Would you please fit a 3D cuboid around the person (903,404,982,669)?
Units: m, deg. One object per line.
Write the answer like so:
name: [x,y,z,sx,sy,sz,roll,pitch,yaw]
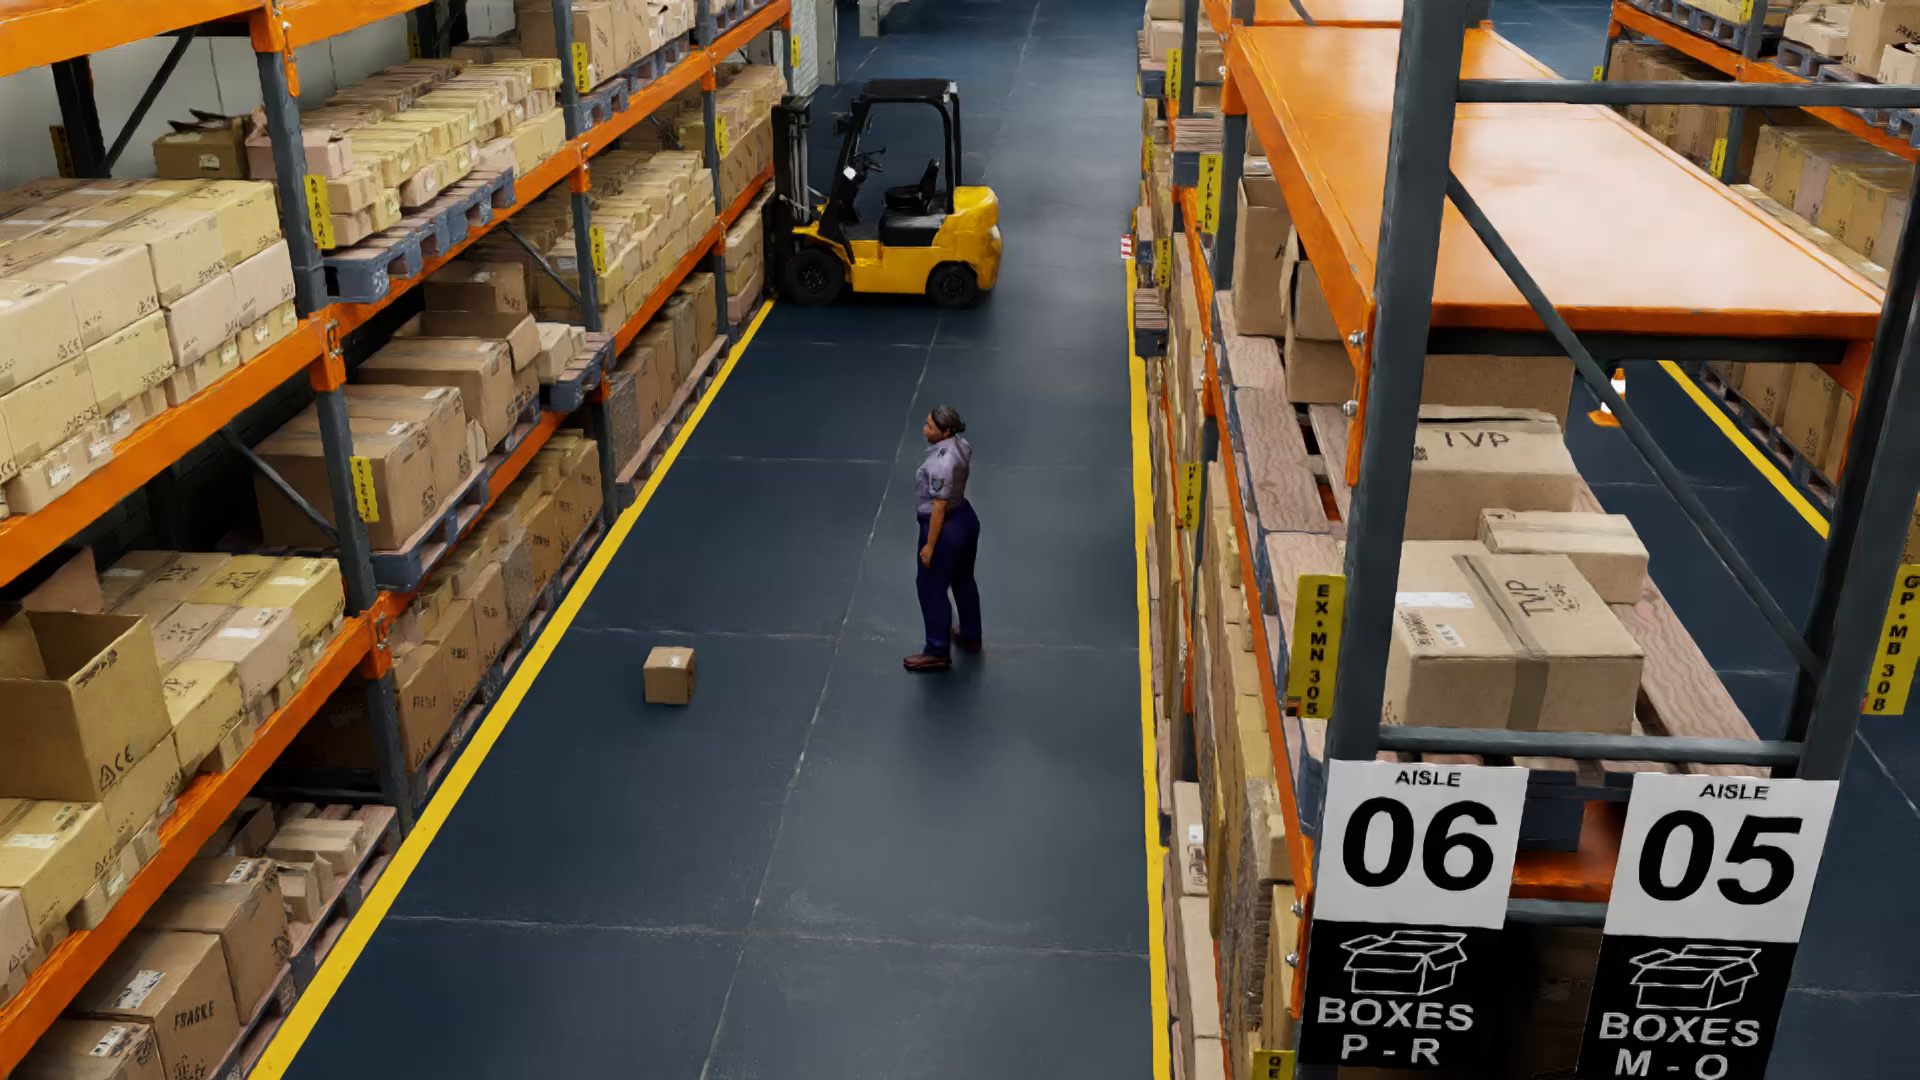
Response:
person: [-0.083,-0.043,10.062,0.383,1.660,0.566,10,27,21]
